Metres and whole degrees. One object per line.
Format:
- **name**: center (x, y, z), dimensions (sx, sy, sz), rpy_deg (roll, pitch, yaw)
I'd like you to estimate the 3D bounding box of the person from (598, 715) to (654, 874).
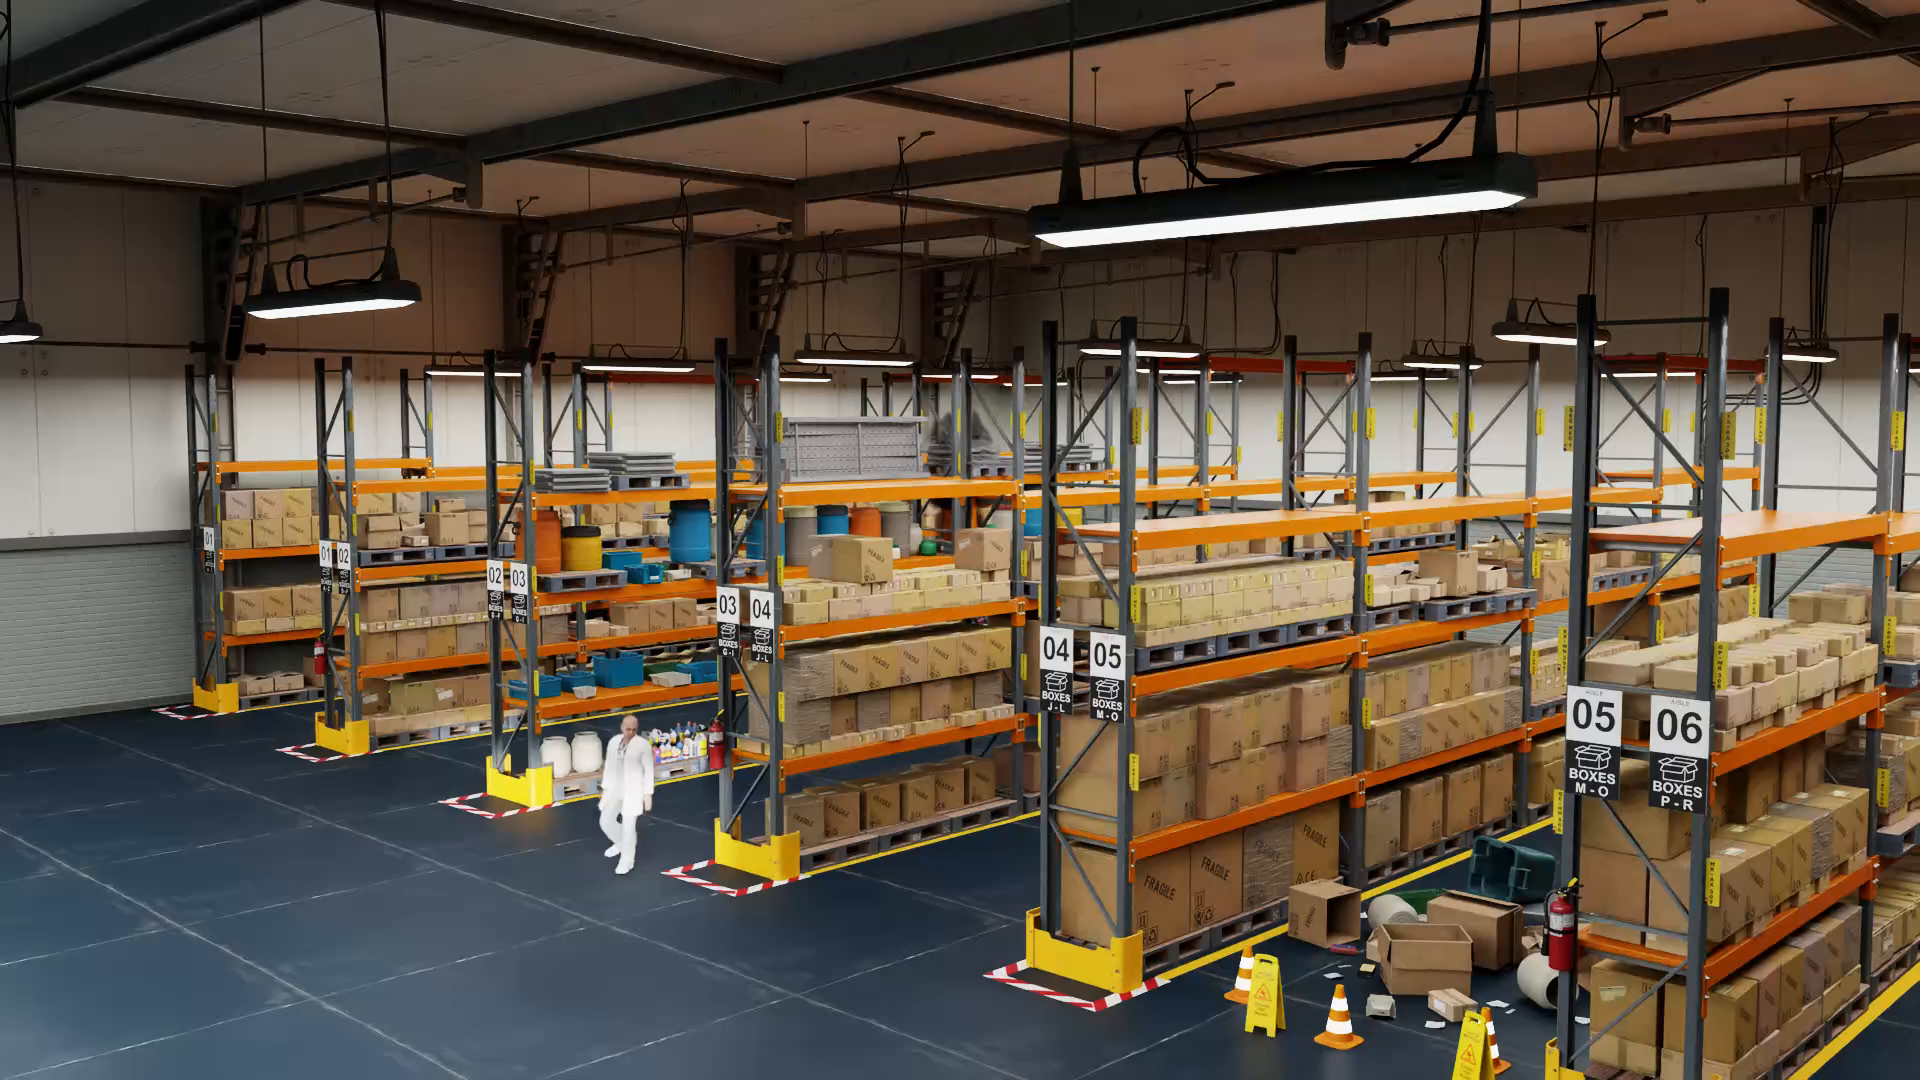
- **person**: center (-3.768, 2.833, 18.760), dimensions (0.745, 1.771, 0.602), rpy_deg (2, 5, 19)
